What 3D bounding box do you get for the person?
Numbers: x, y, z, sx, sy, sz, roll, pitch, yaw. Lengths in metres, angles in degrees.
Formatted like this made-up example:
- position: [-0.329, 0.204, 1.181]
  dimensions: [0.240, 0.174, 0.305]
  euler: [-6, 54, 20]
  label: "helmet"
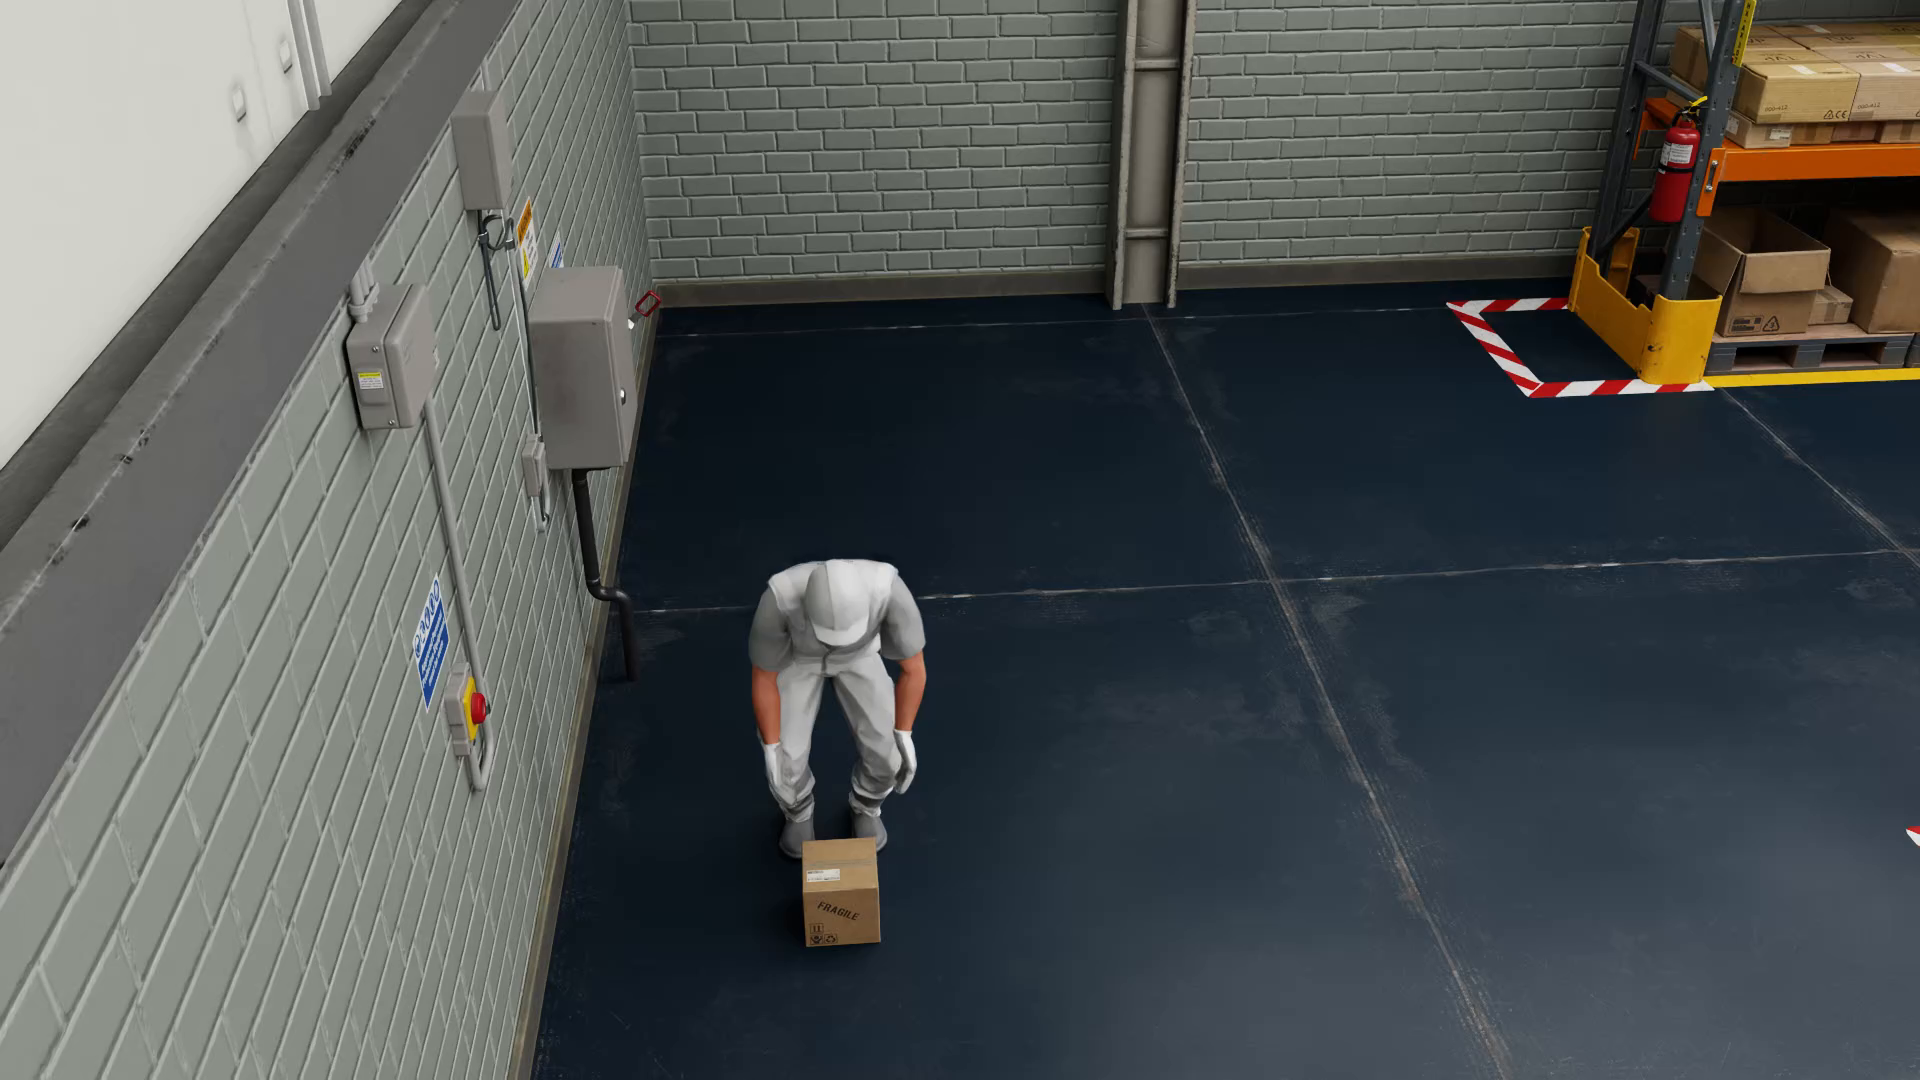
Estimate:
- position: [-0.410, 0.521, 5.665]
  dimensions: [0.584, 1.351, 0.795]
  euler: [-3, 31, -4]
  label: "person"
